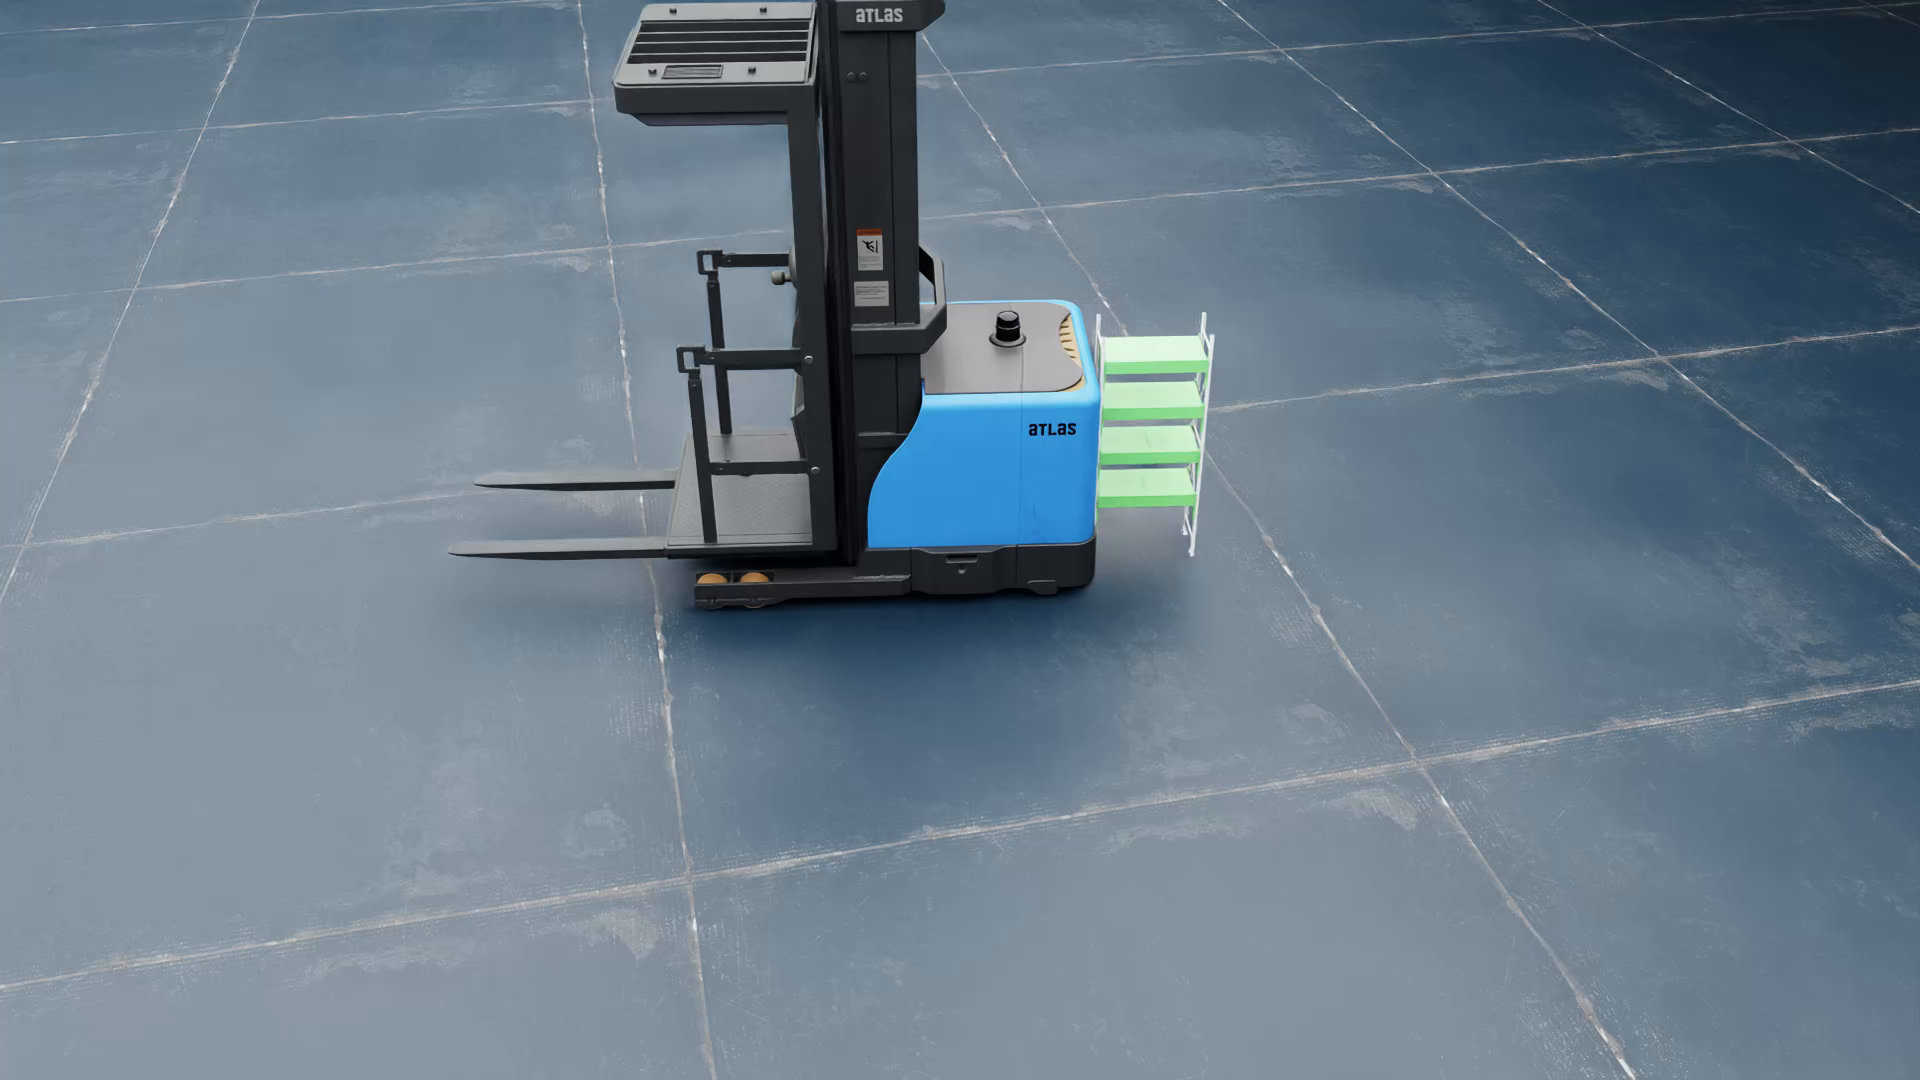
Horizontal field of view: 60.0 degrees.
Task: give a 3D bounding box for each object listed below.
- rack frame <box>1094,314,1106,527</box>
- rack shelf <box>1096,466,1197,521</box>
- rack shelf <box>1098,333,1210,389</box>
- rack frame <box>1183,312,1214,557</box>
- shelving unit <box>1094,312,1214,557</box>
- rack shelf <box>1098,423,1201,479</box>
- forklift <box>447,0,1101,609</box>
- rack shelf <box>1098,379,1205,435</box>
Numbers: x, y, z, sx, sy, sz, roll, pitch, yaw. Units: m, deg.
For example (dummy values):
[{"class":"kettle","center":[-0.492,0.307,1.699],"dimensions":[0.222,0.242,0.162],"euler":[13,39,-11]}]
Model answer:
[{"class":"rack frame","center":[0.641,-0.472,7.877],"dimensions":[0.015,1.200,0.240],"euler":[-1,34,-2]},{"class":"rack shelf","center":[0.885,-0.226,8.055],"dimensions":[0.480,0.148,0.258],"euler":[-1,34,-2]},{"class":"rack shelf","center":[0.885,-0.824,7.654],"dimensions":[0.480,0.148,0.258],"euler":[-1,34,-2]},{"class":"rack frame","center":[1.129,-0.484,7.895],"dimensions":[0.015,1.200,0.240],"euler":[-1,34,-2]},{"class":"shelving unit","center":[0.885,-0.478,7.886],"dimensions":[0.503,1.200,0.258],"euler":[-1,34,-2]},{"class":"rack shelf","center":[0.885,-0.425,7.921],"dimensions":[0.480,0.148,0.258],"euler":[-1,34,-2]},{"class":"forklift","center":[-0.896,-1.195,7.401],"dimensions":[3.031,2.935,1.130],"euler":[-1,34,-2]},{"class":"rack shelf","center":[0.885,-0.624,7.788],"dimensions":[0.480,0.148,0.258],"euler":[-1,34,-2]}]
